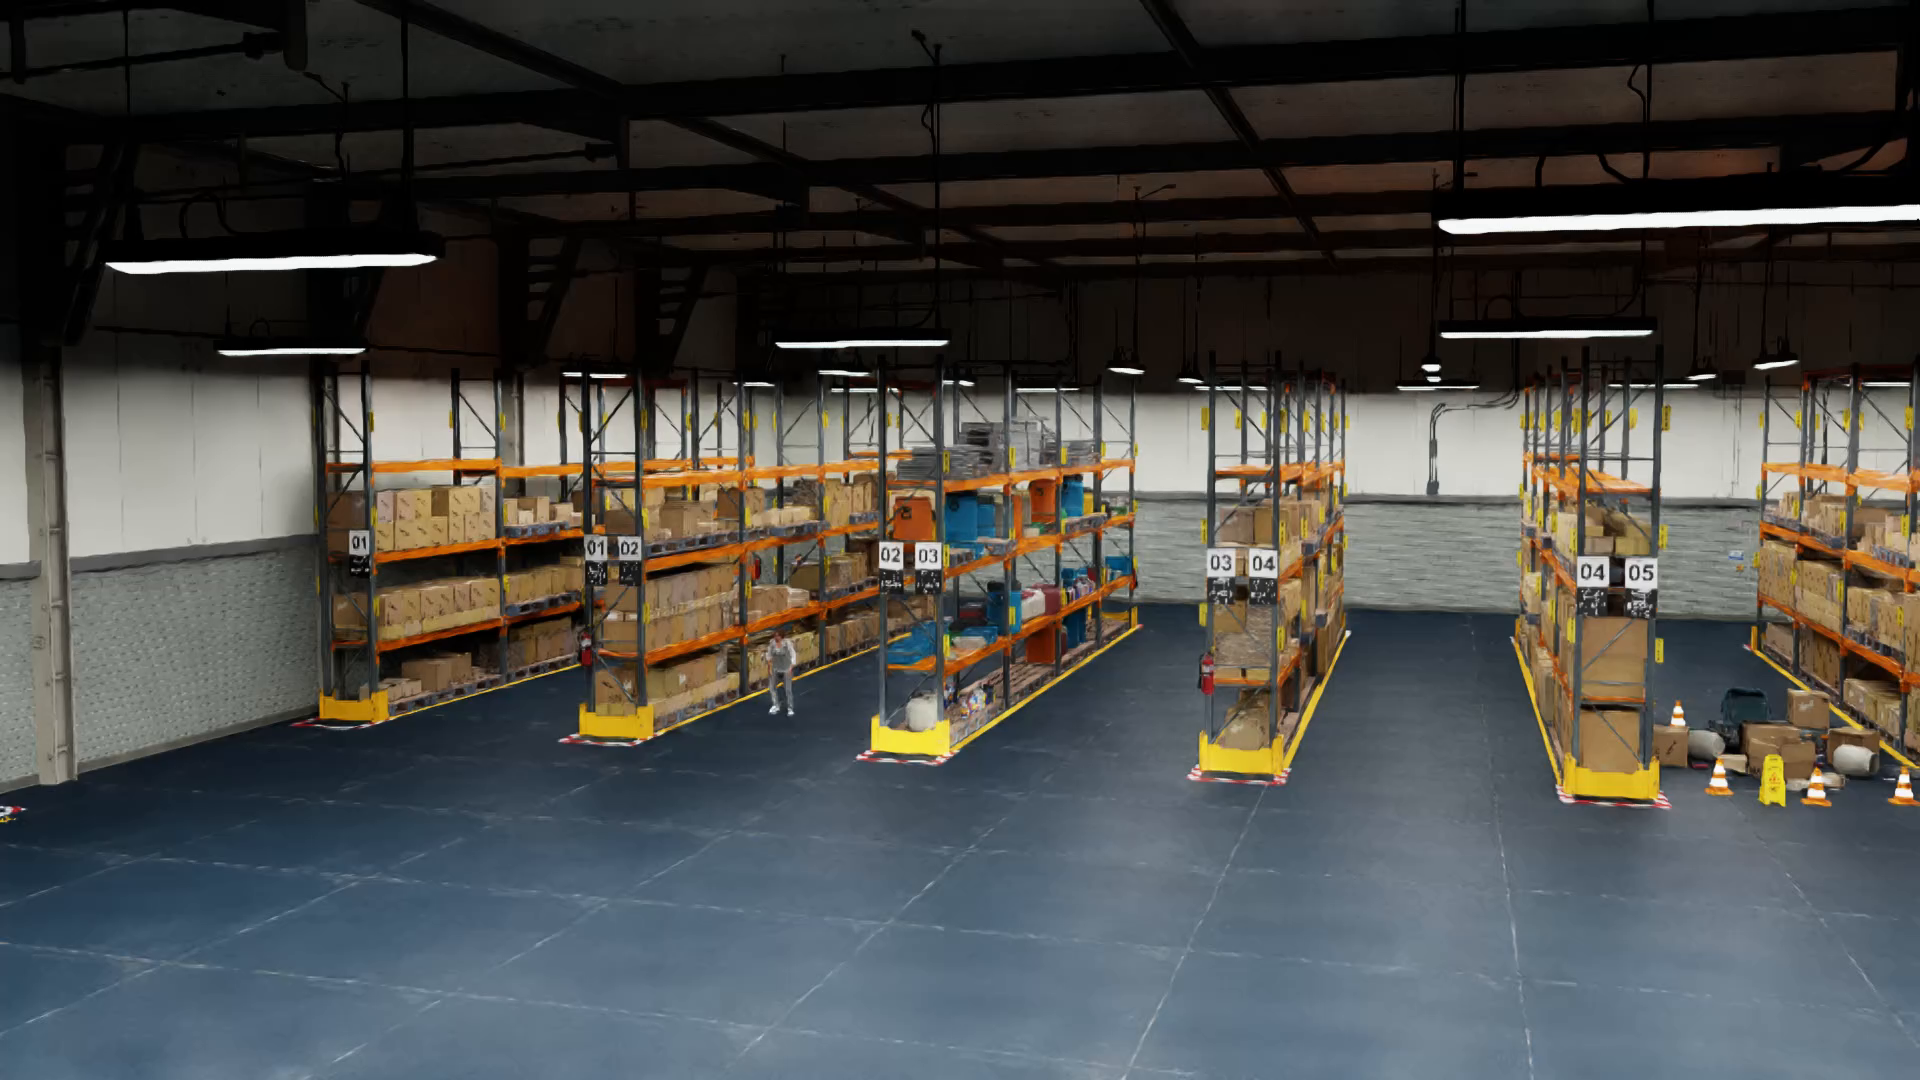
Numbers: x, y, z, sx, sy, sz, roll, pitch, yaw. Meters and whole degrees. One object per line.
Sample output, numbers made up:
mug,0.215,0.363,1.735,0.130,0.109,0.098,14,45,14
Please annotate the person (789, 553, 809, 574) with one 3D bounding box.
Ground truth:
person,-4.159,1.118,43.351,0.625,1.596,0.510,1,4,13

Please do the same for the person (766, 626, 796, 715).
person,-3.039,2.218,28.299,0.566,1.541,0.519,1,4,14

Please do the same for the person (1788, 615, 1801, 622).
person,20.127,1.265,40.013,0.576,1.775,0.571,-3,5,-38
